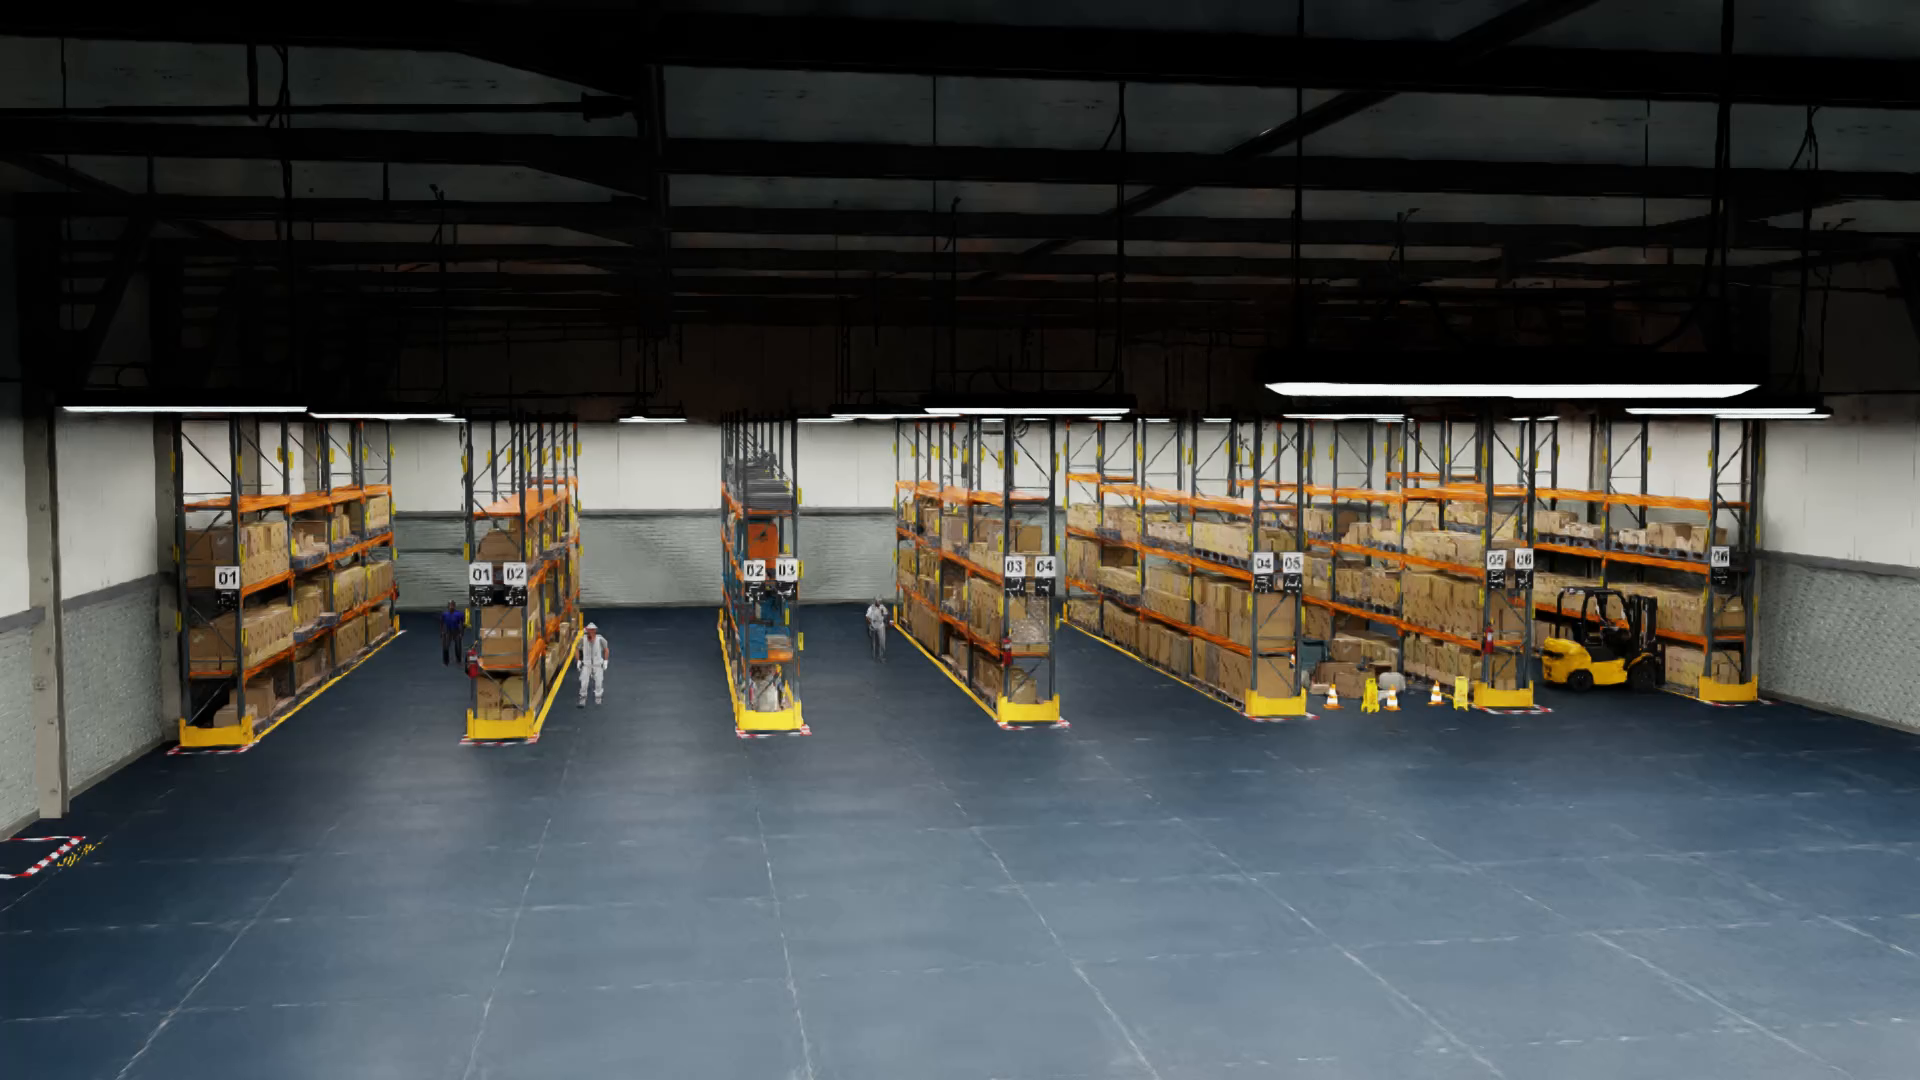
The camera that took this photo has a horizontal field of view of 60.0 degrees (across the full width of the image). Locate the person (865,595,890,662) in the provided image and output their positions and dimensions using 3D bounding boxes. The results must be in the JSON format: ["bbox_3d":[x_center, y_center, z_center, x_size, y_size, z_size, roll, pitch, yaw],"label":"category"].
[{"bbox_3d":[-1.993,2.110,40.217,0.603,1.620,0.831,0,4,-4],"label":"person"}]

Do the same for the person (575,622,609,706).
[{"bbox_3d":[-7.450,2.514,33.651,0.677,1.742,0.552,-1,4,-11],"label":"person"}]

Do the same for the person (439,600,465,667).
[{"bbox_3d":[-11.947,2.200,39.134,0.593,1.603,0.509,-1,4,-11],"label":"person"}]
